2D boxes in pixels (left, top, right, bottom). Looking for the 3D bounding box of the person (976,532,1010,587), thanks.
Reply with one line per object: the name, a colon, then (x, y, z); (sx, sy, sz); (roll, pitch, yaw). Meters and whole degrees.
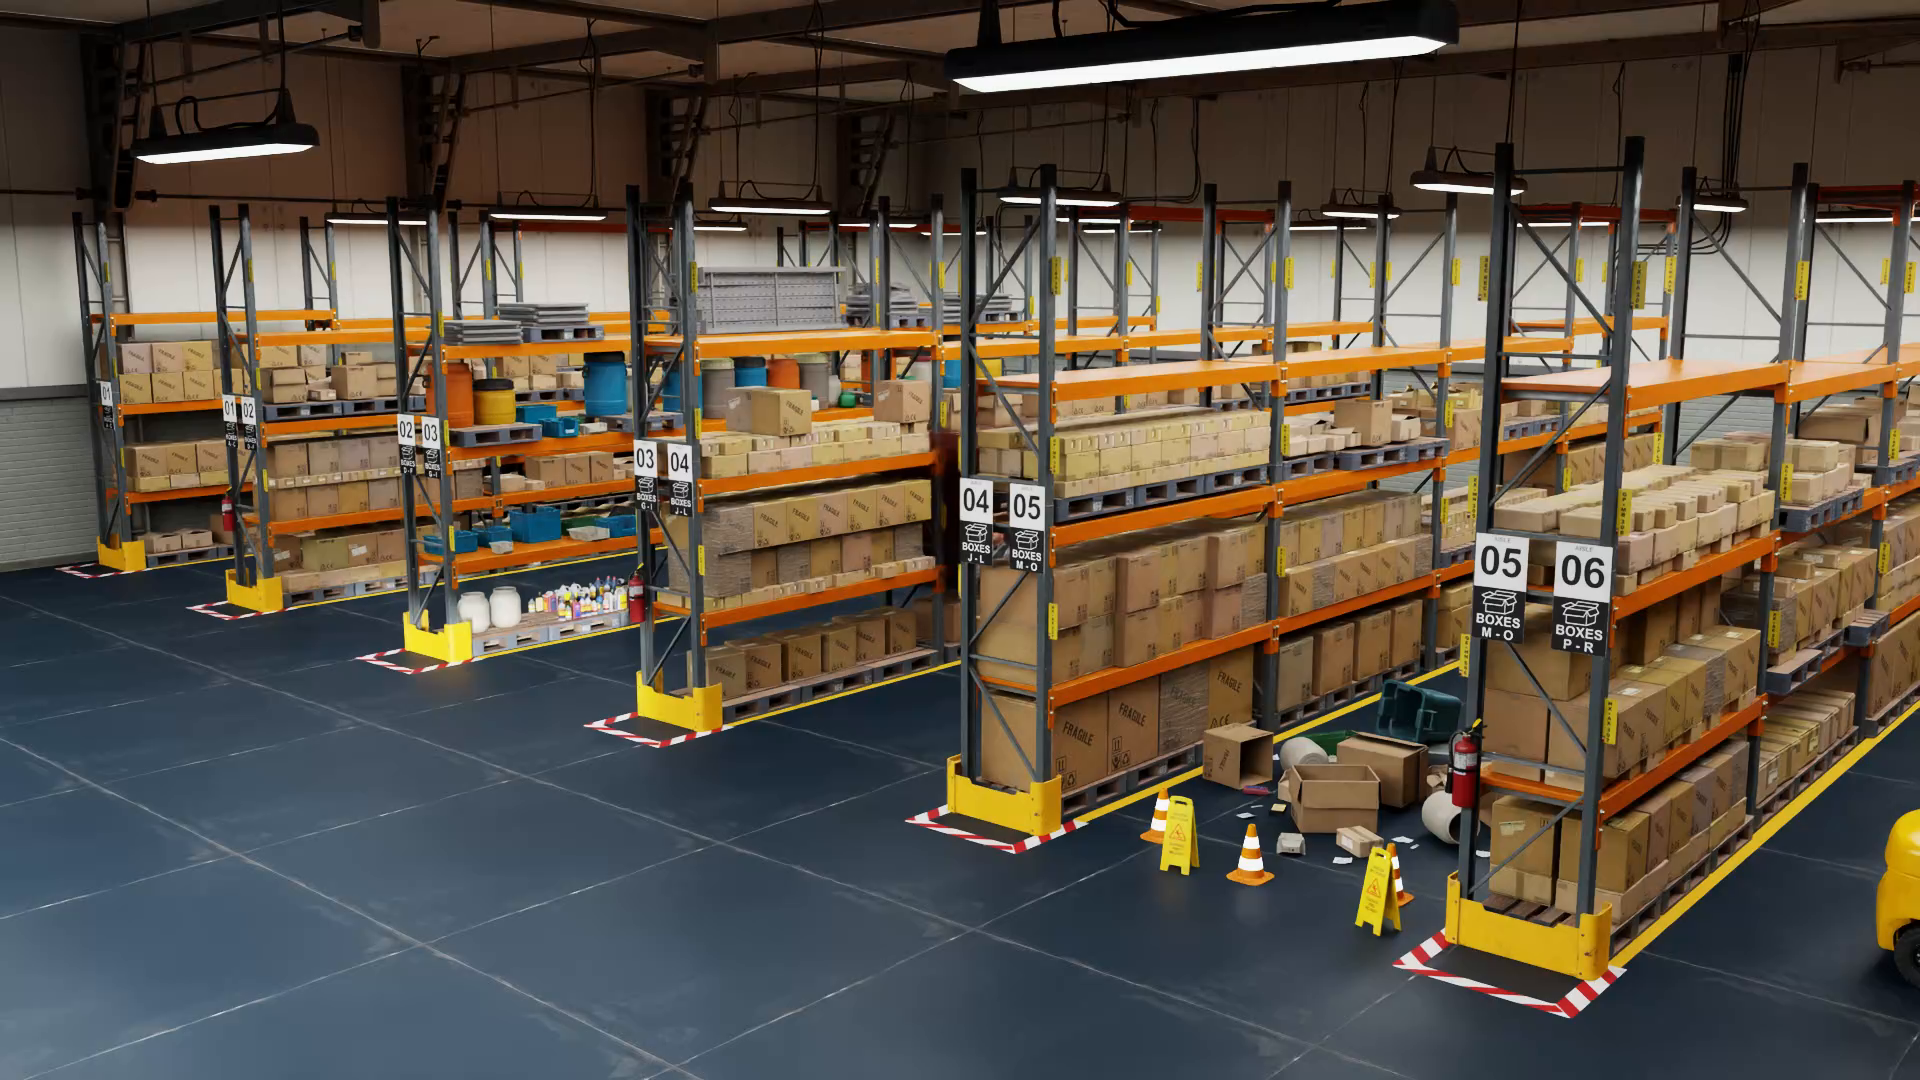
person: (0.372, 0.632, 20.528); (1.040, 1.665, 0.551); (-9, 13, -44)
